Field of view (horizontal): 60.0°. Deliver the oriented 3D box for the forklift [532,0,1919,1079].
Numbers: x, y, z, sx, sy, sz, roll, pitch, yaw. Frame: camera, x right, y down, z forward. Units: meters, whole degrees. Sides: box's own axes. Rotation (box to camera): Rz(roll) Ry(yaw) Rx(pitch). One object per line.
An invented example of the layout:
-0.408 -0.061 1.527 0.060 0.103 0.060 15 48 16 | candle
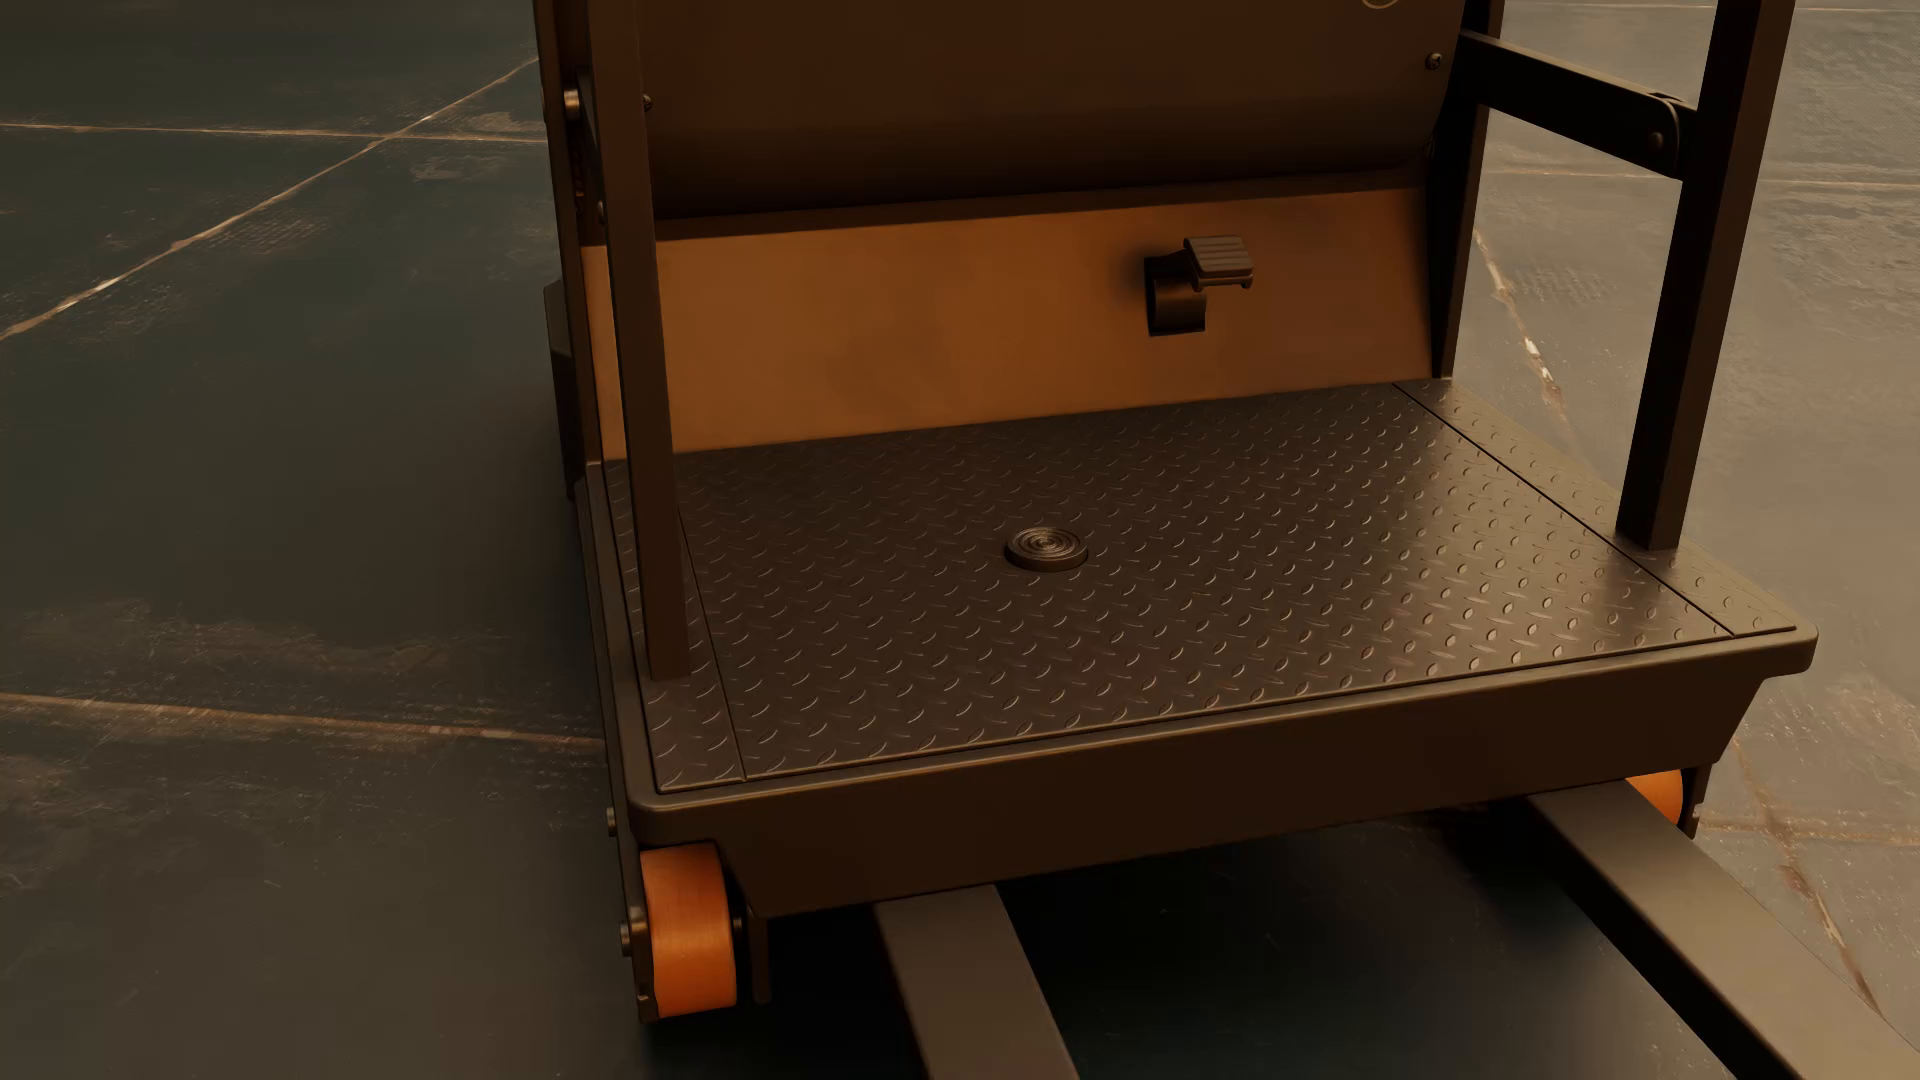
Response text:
0.153 -1.049 1.319 1.130 2.935 3.031 -7 27 -13 | forklift
